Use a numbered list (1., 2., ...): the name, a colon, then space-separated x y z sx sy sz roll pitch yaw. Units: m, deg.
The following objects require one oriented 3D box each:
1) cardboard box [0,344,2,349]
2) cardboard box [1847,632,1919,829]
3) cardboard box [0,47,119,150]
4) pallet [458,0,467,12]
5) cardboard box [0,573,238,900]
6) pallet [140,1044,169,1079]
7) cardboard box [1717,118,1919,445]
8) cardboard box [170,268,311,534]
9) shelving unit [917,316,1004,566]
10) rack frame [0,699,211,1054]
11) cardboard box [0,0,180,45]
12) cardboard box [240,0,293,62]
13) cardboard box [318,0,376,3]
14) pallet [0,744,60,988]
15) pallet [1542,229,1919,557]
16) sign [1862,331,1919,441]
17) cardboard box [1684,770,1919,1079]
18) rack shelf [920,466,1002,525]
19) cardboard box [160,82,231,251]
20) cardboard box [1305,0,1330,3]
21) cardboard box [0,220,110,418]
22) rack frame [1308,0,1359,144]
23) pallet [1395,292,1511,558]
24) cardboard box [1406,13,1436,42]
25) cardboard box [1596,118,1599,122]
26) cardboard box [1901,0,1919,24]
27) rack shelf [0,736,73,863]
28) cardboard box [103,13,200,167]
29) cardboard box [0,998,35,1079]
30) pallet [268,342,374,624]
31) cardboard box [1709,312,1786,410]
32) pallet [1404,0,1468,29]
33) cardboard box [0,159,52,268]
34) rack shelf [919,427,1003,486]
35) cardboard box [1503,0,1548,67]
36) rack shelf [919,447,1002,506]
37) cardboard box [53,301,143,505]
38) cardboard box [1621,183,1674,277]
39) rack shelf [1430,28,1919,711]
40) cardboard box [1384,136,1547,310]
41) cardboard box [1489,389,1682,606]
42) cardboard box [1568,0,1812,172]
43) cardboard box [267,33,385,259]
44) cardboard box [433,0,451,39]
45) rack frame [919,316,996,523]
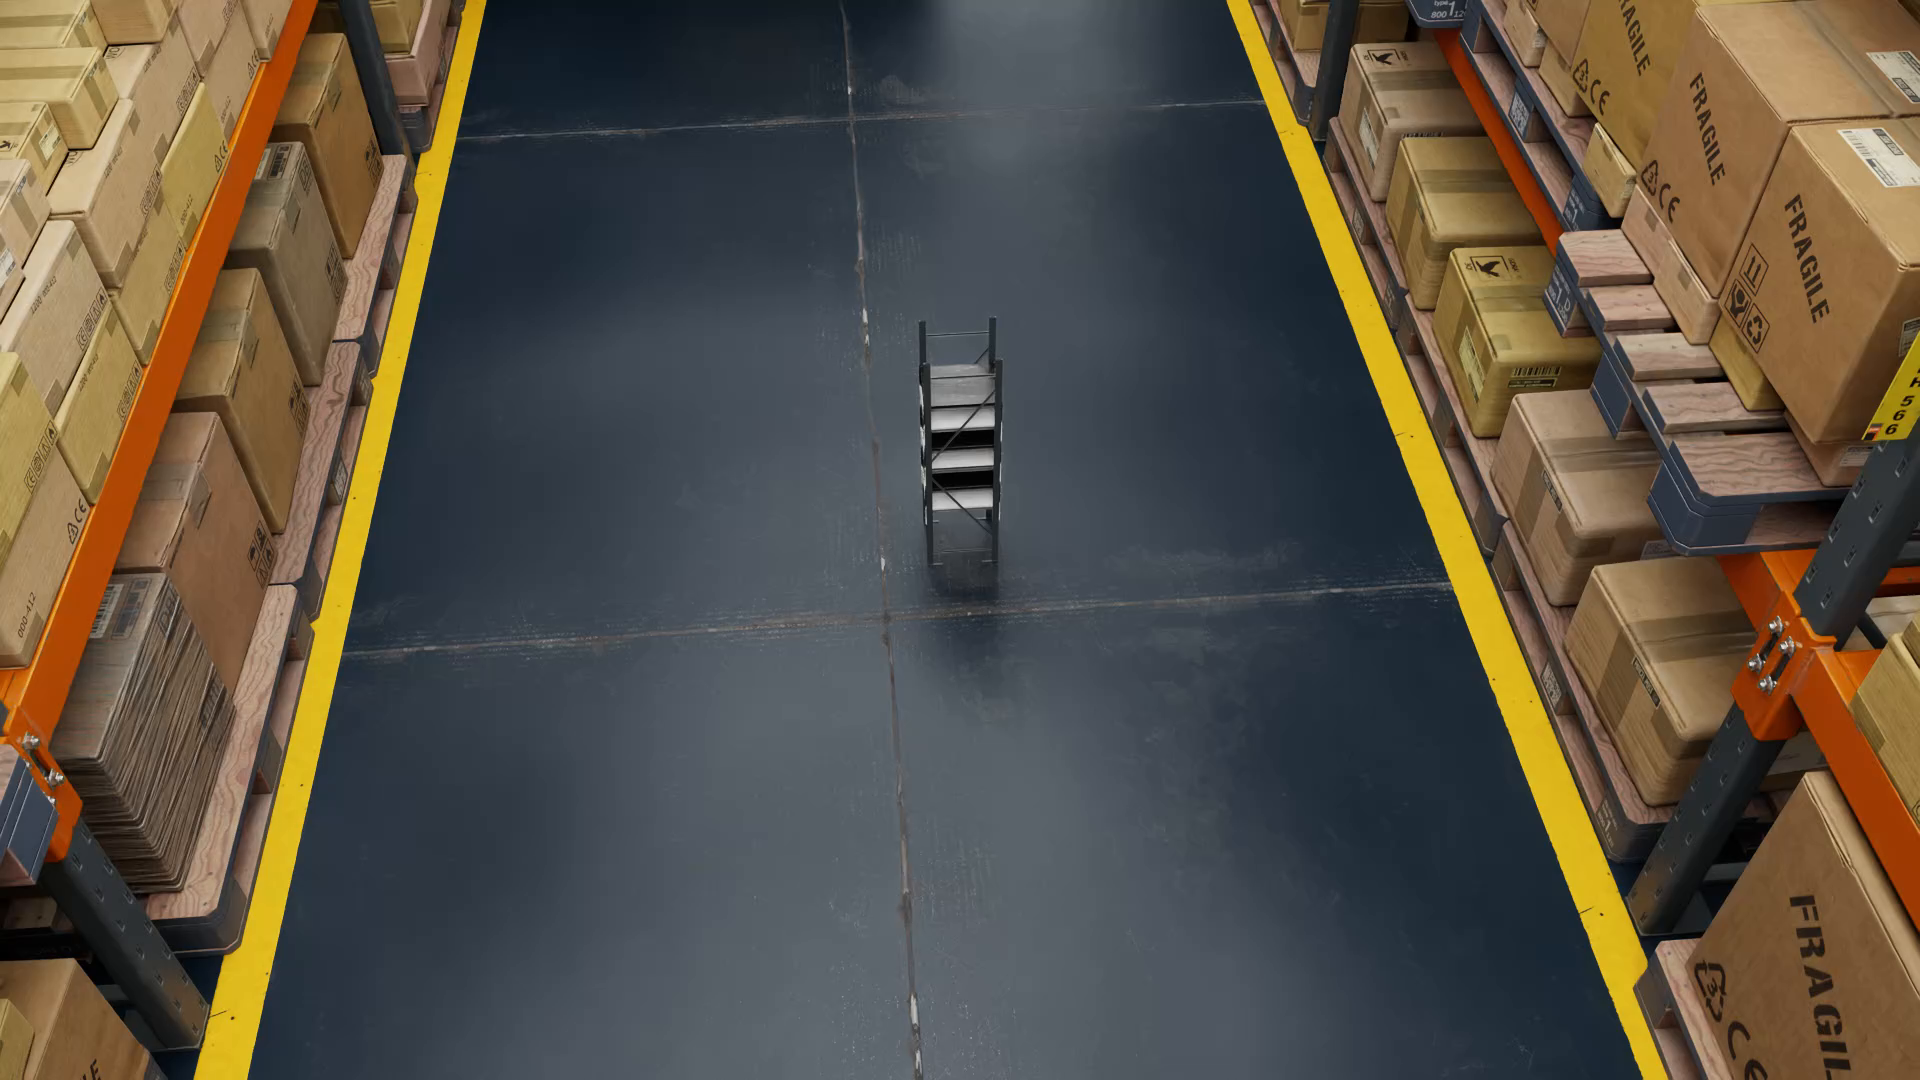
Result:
1. cardboard box: -2.294 -0.379 3.527 0.380 0.149 0.250 -3 47 -2
2. cardboard box: 2.199 0.437 3.373 0.500 0.250 0.500 -4 47 -4
3. cardboard box: -2.389 -1.119 4.228 0.380 0.149 0.250 -3 47 -2
4. pallet: -3.002 -3.077 8.519 1.003 0.211 1.213 -3 47 -3
5. cardboard box: -2.576 0.541 4.518 0.875 0.625 0.625 -2 47 -2
6. pallet: -2.513 1.822 3.879 1.003 0.211 1.213 -3 47 -3
7. cardboard box: 2.093 -0.577 3.668 0.500 0.500 0.500 -5 47 -4
8. cardboard box: -2.695 -0.419 5.427 0.875 0.625 0.625 -5 47 -5
9. shelving unit: 0.001 -0.304 5.418 0.258 0.900 0.210 -3 47 -3
10. rack frame: -2.537 0.320 3.381 1.000 3.000 0.127 -3 47 -3
11. cardboard box: -2.387 -1.488 4.577 0.380 0.149 0.250 -5 47 -4
12. cardboard box: -2.522 -1.810 5.501 0.500 0.250 0.500 -4 47 -4
13. cardboard box: -2.600 -2.485 6.954 0.500 0.250 0.500 -4 47 -4
14. pallet: -2.411 0.873 2.990 1.213 0.211 1.003 -3 47 -3
15. pallet: 2.243 -0.427 4.221 1.213 0.211 1.003 -3 47 -3
16. sign: 1.869 -0.315 3.239 0.100 0.325 0.005 -3 47 -3
17. cardboard box: 2.384 1.107 3.810 0.875 0.875 0.875 -4 47 -4
18. rack shelf: 0.001 -0.157 5.573 0.258 0.077 0.200 -3 47 -3
19. cardboard box: -2.460 -1.076 4.806 0.500 0.250 0.500 -2 47 -2
20. cardboard box: 1.757 -2.746 7.373 0.500 0.500 0.500 -4 47 -4
21. cardboard box: -2.372 -0.498 3.915 0.500 0.250 0.500 -2 47 -2
22. rack frame: 2.074 -2.878 6.410 1.000 3.000 0.127 -3 47 -3
23. pallet: 2.246 -0.471 6.051 1.003 0.211 1.213 -3 47 -3
24. cardboard box: 2.293 -2.520 7.675 0.500 0.250 0.500 -5 47 -5
25. cardboard box: 2.041 -1.204 4.708 0.380 0.149 0.250 -3 47 -3
26. cardboard box: 2.551 -0.981 4.050 0.500 0.500 0.500 -1 47 -1
27. rack shelf: -2.370 2.015 2.271 1.077 0.370 4.000 -3 47 -3
28. cardboard box: -2.466 -1.246 4.623 0.500 0.250 0.500 -3 47 -3
29. cardboard box: -2.244 1.154 3.576 0.380 0.149 0.250 -6 47 -5
30. pallet: -2.666 -0.199 5.793 1.003 0.211 1.213 -3 47 -3
31. cardboard box: 2.052 -0.454 3.998 0.380 0.149 0.250 -3 47 -3
32. pallet: 1.993 -2.250 5.947 1.003 0.211 1.213 -3 47 -3
33. cardboard box: -2.376 -0.751 3.880 0.380 0.149 0.250 -3 47 -3
34. rack shelf: 0.001 -0.281 5.442 0.258 0.077 0.200 -3 47 -3
35. cardboard box: 1.886 -1.572 5.057 0.380 0.149 0.250 -2 47 -2
36. rack shelf: 0.001 -0.219 5.507 0.258 0.077 0.200 -3 47 -3
37. cardboard box: -2.368 -0.328 4.098 0.500 0.250 0.500 -4 47 -4
38. cardboard box: 1.973 -0.817 4.341 0.380 0.149 0.250 -5 47 -5
39. rack shelf: 2.241 -1.184 5.300 1.077 0.370 4.000 -3 47 -3
40. cardboard box: 2.184 -1.220 6.360 0.950 0.372 0.625 -1 47 -1
41. cardboard box: 2.301 -0.168 5.363 0.950 0.372 0.625 -4 47 -4
42. cardboard box: 1.996 -1.315 4.367 0.500 0.500 0.500 -6 47 -6
43. cardboard box: -2.817 -1.525 6.474 0.875 0.625 0.625 -2 47 -2
44. cardboard box: -2.641 -2.509 7.665 0.500 0.250 0.500 -4 47 -4
45. rack frame: -0.008 -0.377 5.487 0.240 0.900 0.006 -3 47 -3
